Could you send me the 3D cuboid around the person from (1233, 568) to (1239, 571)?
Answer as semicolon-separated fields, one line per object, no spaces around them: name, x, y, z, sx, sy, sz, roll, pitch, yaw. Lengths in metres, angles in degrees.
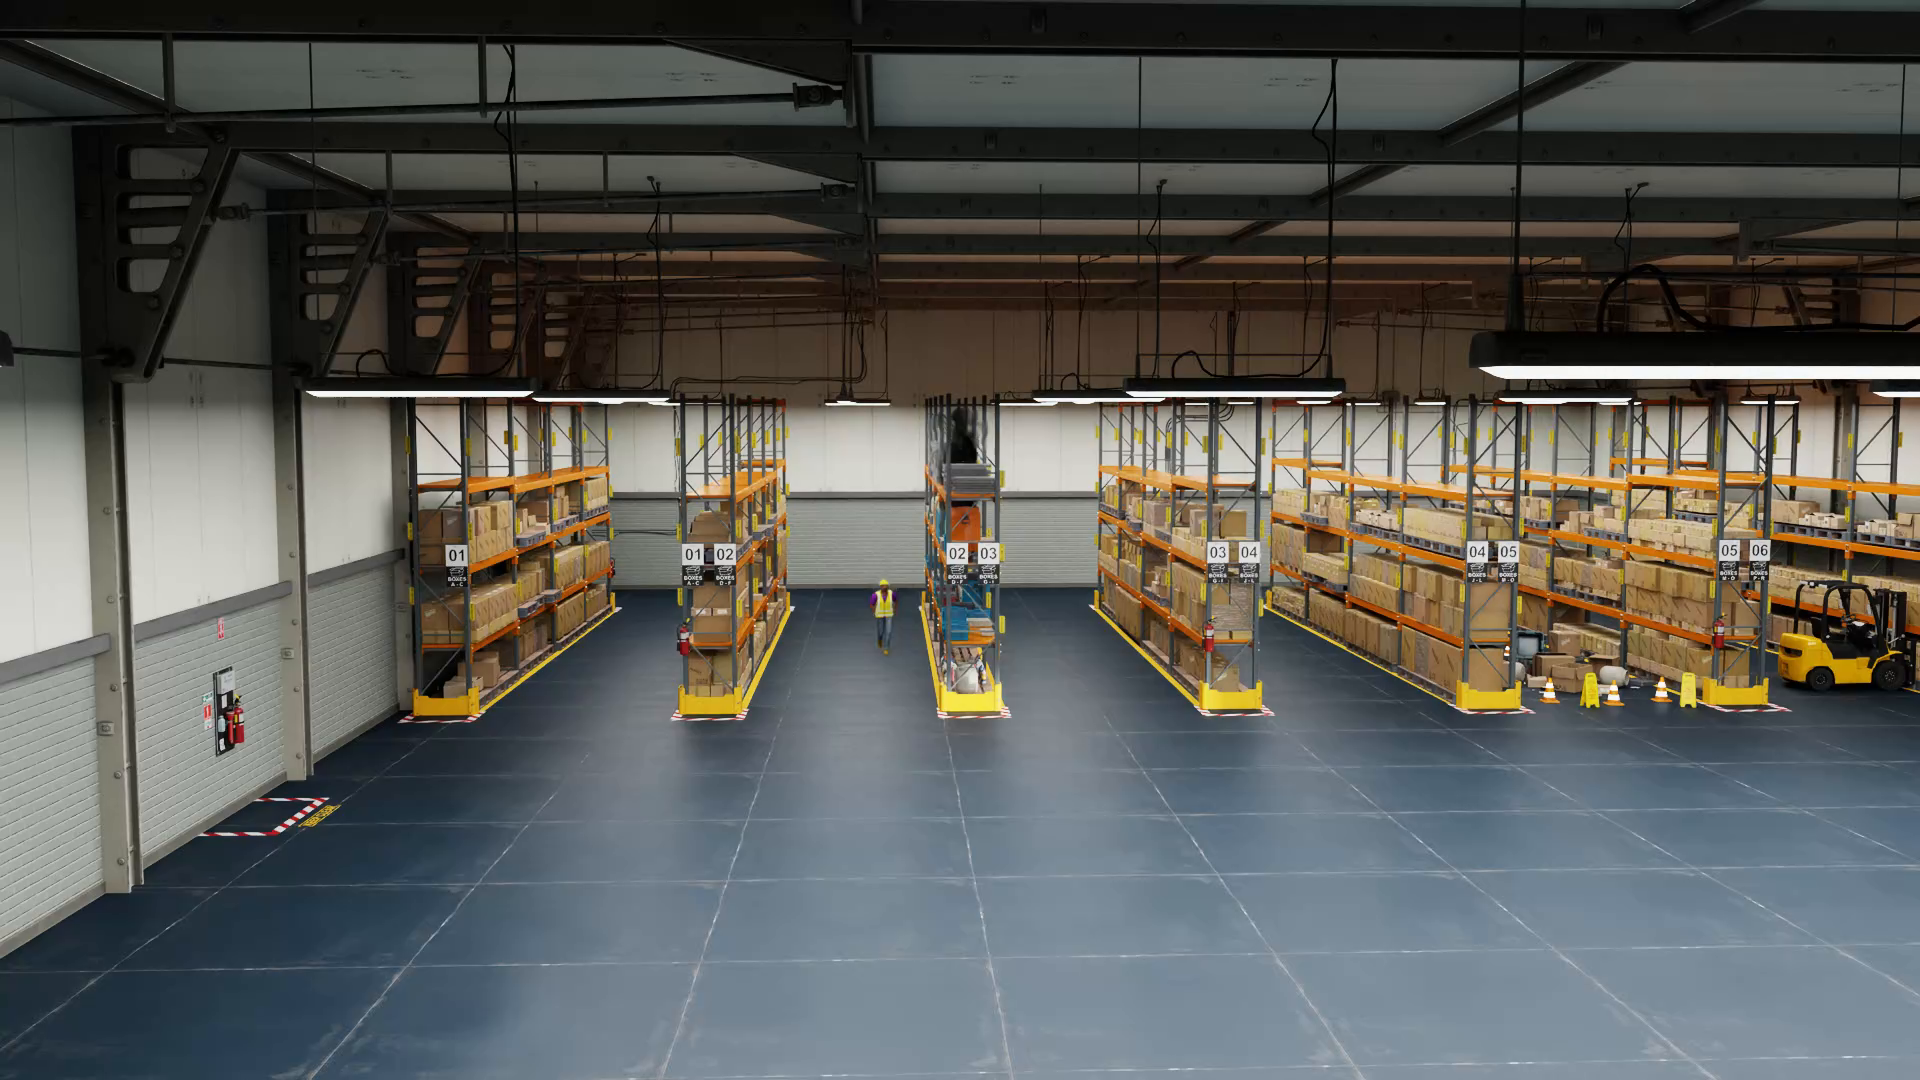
person;7.763;1.152;47.652;0.595;1.624;0.530;1;5;16

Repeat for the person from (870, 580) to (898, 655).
person;-1.773;1.782;38.852;0.686;1.745;0.900;-1;5;-7

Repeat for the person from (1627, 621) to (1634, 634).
person;16.957;1.512;42.332;0.640;1.726;0.662;-1;5;-12
